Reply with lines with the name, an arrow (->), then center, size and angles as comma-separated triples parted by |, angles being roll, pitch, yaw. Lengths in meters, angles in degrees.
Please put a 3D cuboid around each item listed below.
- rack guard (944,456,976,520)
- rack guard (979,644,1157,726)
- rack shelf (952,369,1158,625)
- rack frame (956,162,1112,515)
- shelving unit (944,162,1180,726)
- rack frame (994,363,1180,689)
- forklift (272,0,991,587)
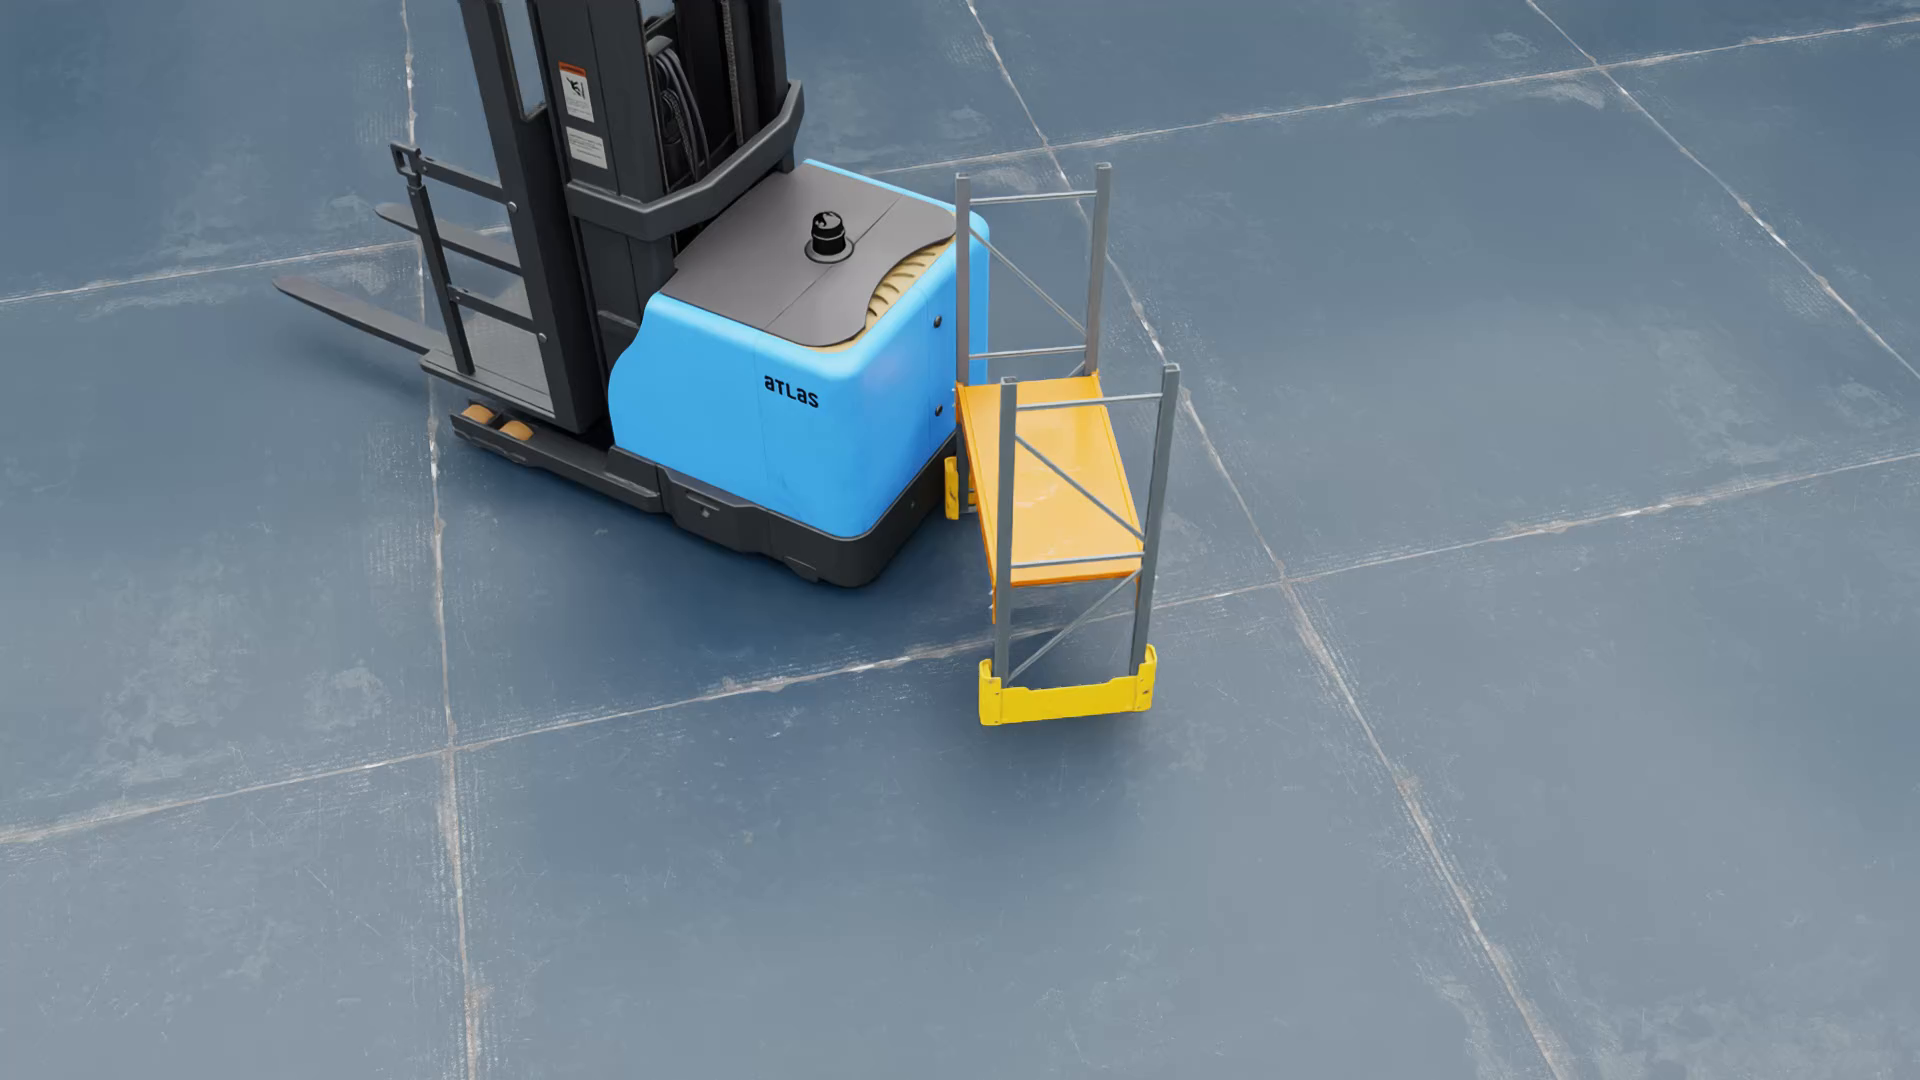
rack guard -> 0.236, -0.217, 6.287 | 0.587, 0.250, 0.087 | -5, 46, -5
rack guard -> 0.359, 0.489, 5.596 | 0.587, 0.250, 0.087 | -5, 46, -5
rack shelf -> 0.299, -0.169, 5.617 | 0.538, 0.185, 1.000 | -5, 46, -5
rack frame -> 0.236, -0.655, 5.842 | 0.500, 1.500, 0.032 | -5, 46, -5
shelving unit -> 0.298, -0.301, 5.495 | 0.587, 1.500, 1.083 | -5, 46, -5
rack frame -> 0.362, 0.066, 5.136 | 0.500, 1.500, 0.032 | -5, 46, -5
forklift -> -1.419, -1.636, 5.801 | 3.031, 2.935, 1.130 | 22, 49, 20
